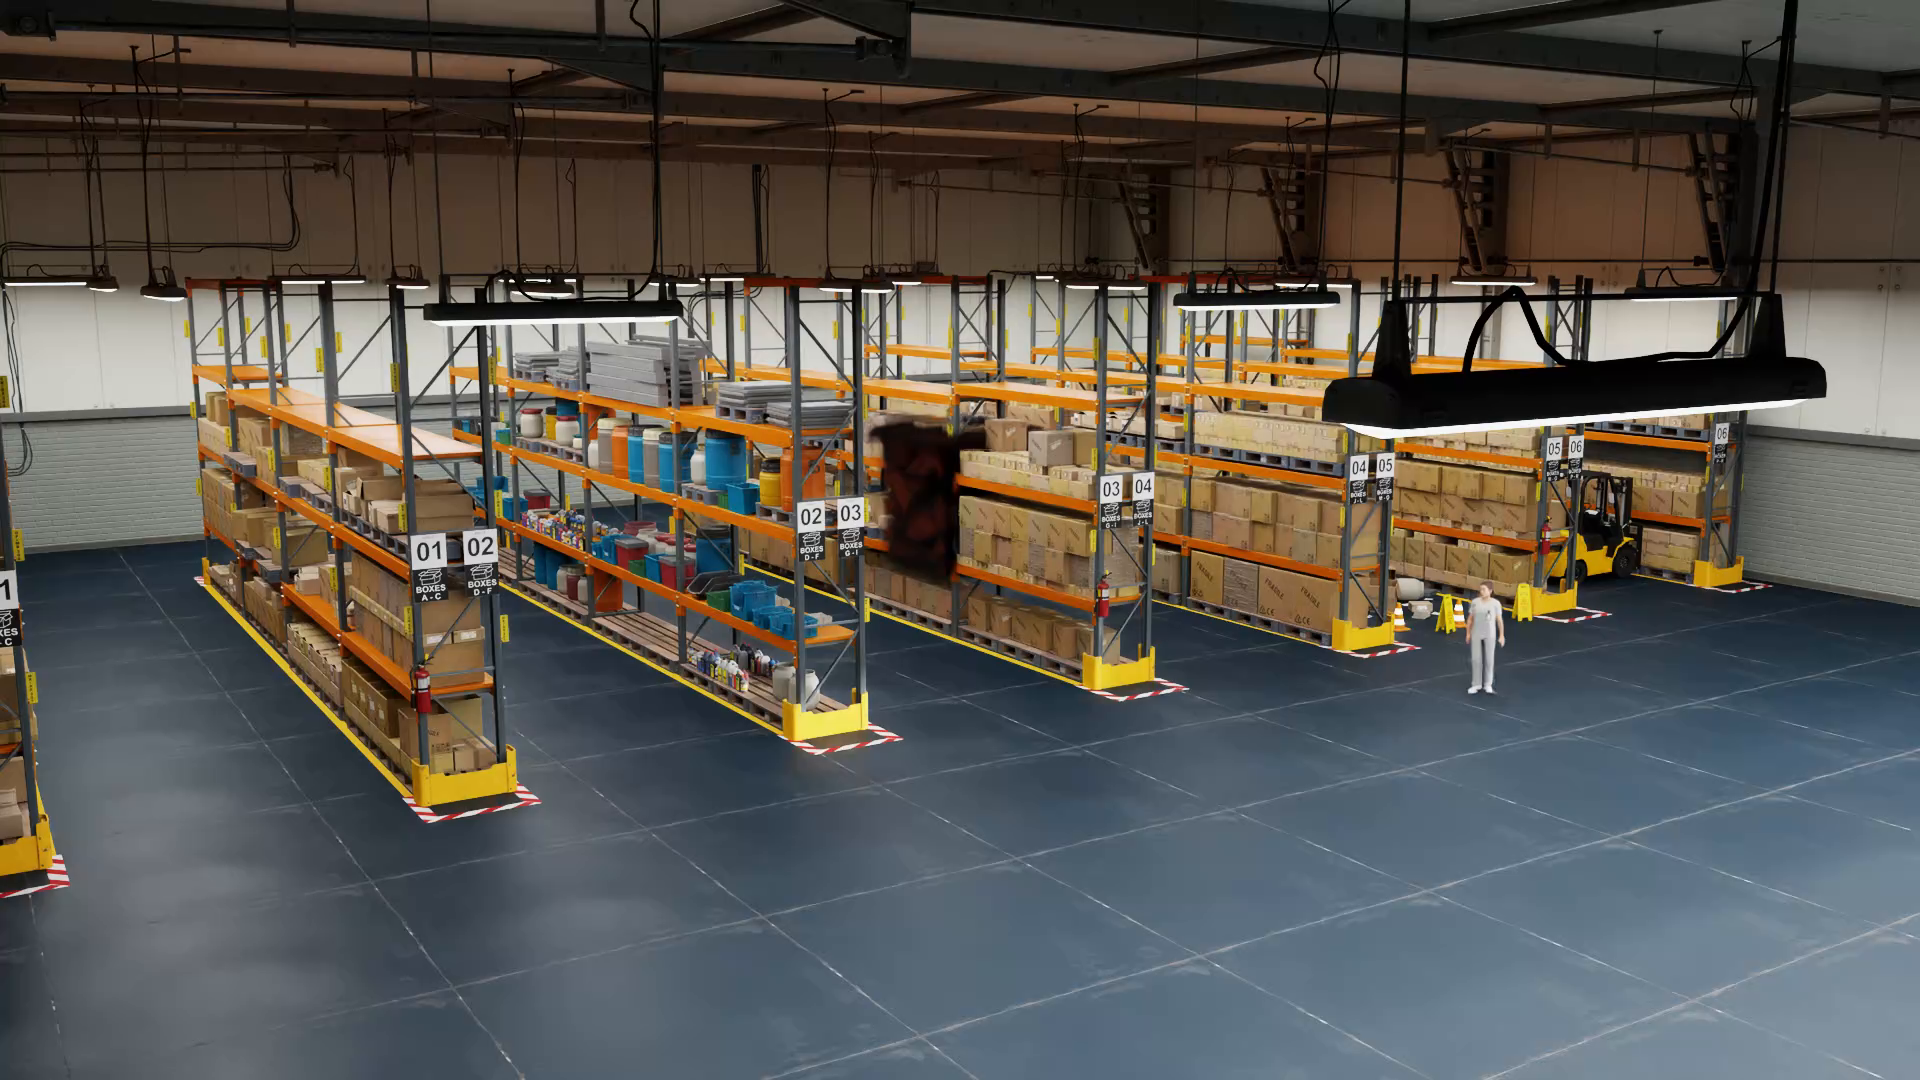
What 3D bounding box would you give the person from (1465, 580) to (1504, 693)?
[{"bbox_3d":[7.737,1.436,24.504,0.548,1.707,0.376,4,10,22],"label":"person"}]
